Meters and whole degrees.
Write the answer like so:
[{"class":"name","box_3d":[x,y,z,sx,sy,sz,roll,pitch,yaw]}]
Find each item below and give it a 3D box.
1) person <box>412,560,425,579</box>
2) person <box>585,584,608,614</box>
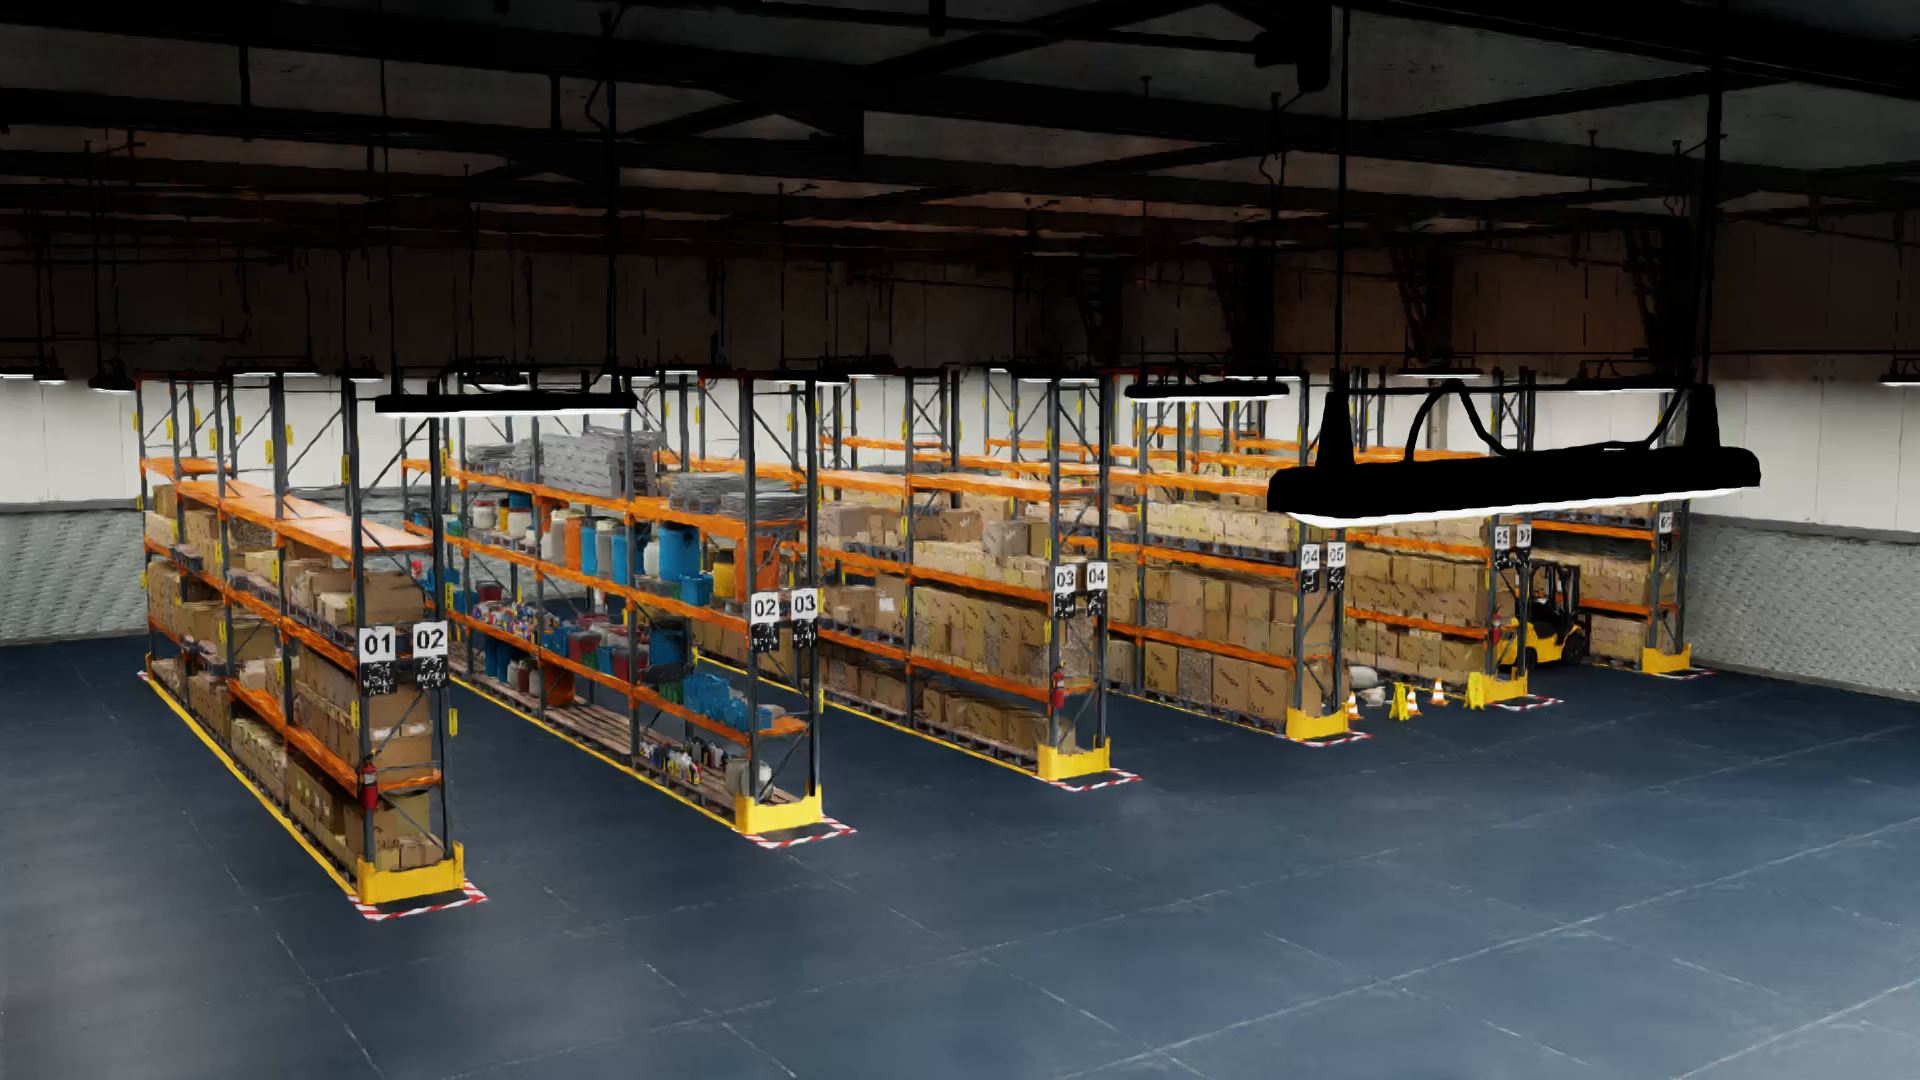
[{"class":"person","box_3d":[-11.965,1.330,36.396,0.460,1.780,0.697,0,6,-1]},{"class":"person","box_3d":[-7.808,1.408,35.782,0.649,1.746,0.400,4,8,33]}]
